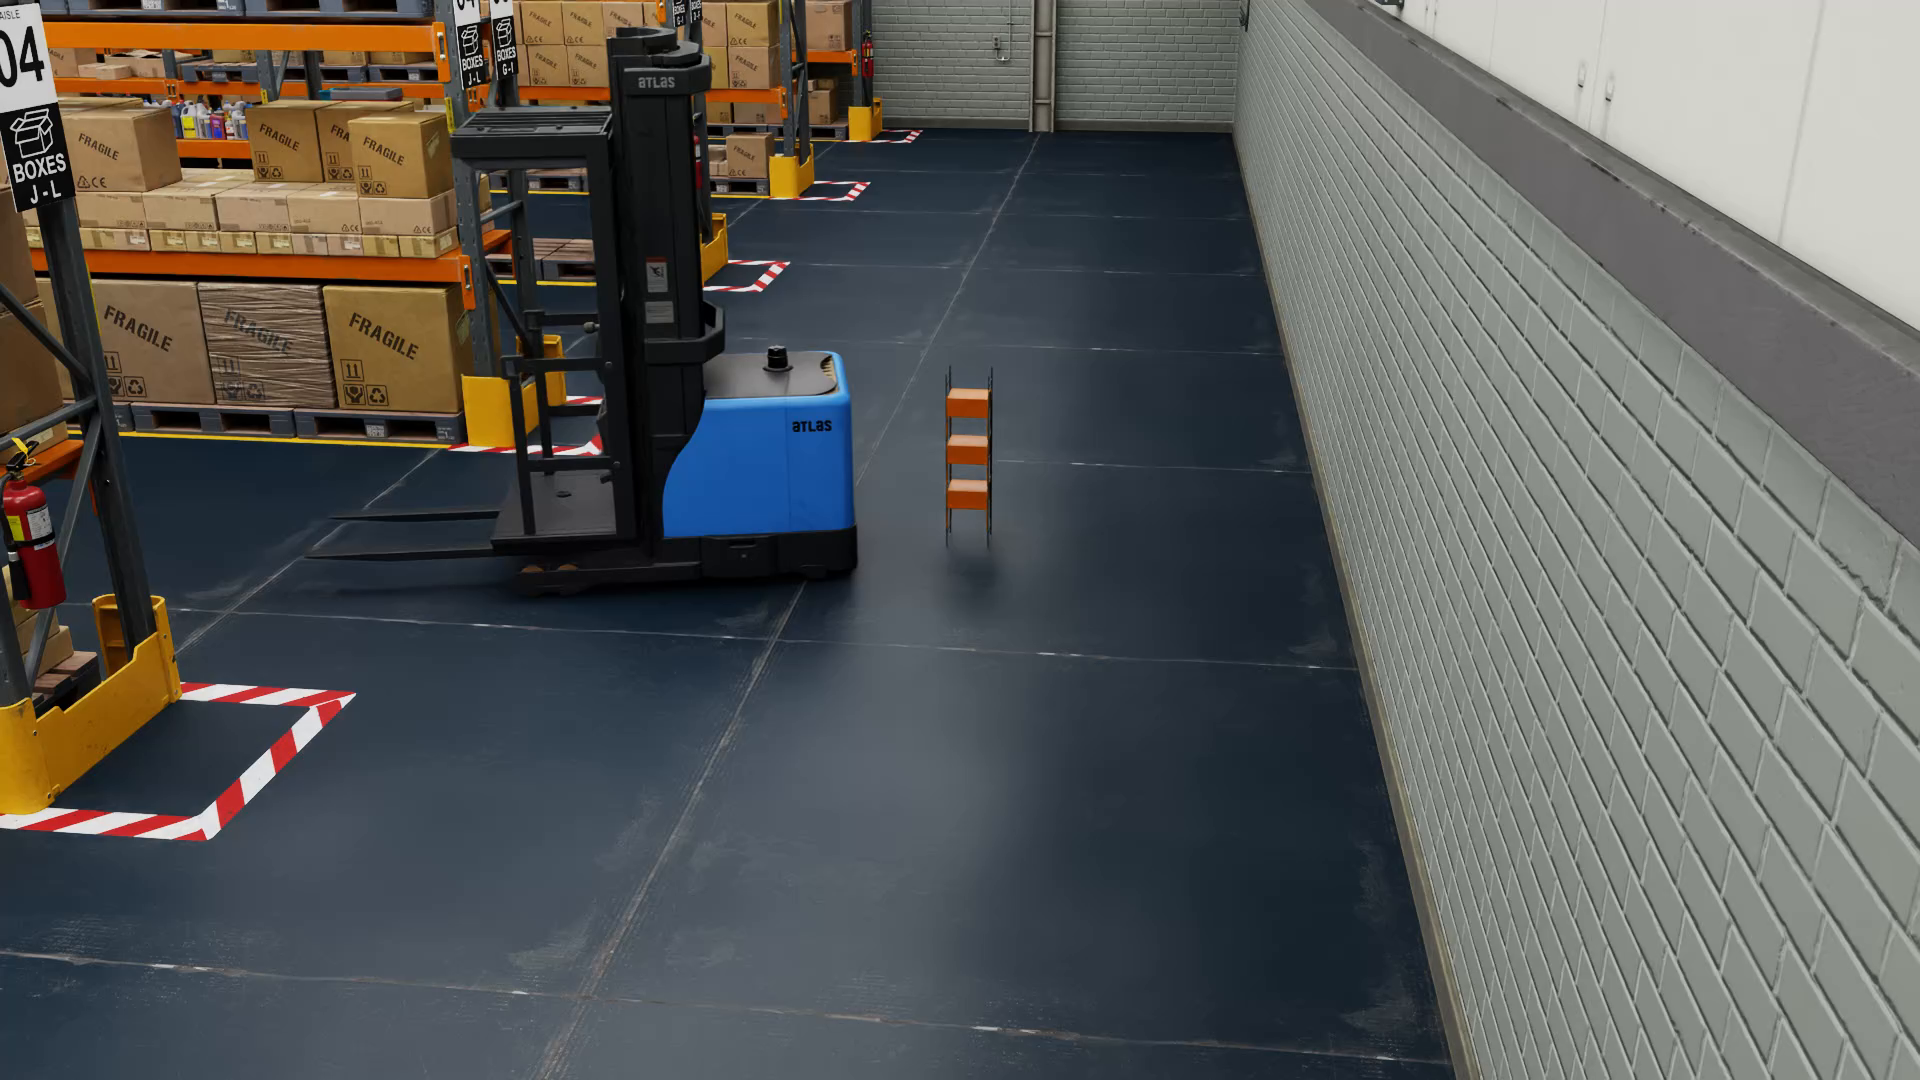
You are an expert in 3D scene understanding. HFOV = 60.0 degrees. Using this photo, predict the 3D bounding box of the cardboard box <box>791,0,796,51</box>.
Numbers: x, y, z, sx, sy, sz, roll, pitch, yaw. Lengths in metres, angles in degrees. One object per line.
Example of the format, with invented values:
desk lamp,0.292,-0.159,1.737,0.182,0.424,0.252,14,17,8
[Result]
cardboard box,-2.714,-7.868,25.353,0.700,0.700,0.980,2,22,6

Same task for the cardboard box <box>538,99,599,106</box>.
cardboard box,-6.116,-7.032,25.999,0.750,0.750,0.750,3,22,7

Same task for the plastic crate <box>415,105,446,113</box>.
plastic crate,-5.126,-4.078,16.255,0.530,0.282,0.437,2,22,6

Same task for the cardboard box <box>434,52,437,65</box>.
cardboard box,-6.479,-6.391,21.318,0.500,0.500,0.700,-5,22,-12

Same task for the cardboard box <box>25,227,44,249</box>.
cardboard box,-6.427,-2.157,11.657,0.250,0.149,0.380,3,22,8

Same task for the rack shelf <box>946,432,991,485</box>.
rack shelf,0.053,-0.476,9.745,0.240,0.259,0.215,2,22,6

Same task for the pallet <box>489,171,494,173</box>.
pallet,-6.847,-4.771,21.722,1.213,0.211,1.003,2,22,6

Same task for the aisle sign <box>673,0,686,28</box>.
aisle sign,-2.612,-5.164,15.387,0.004,0.787,0.394,2,22,6

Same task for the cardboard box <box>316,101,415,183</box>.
cardboard box,-4.173,-2.815,11.761,0.500,0.500,0.500,2,22,5

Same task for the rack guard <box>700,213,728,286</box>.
rack guard,-2.624,-2.907,16.612,0.348,0.500,1.175,2,22,6

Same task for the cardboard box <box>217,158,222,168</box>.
cardboard box,-9.588,-5.138,21.658,0.500,0.500,0.500,3,22,9

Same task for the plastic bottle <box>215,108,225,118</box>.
plastic bottle,-7.608,-4.340,17.109,0.097,0.201,0.097,0,22,0

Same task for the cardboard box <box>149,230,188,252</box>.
cardboard box,-5.401,-2.112,11.545,0.250,0.149,0.380,2,22,5

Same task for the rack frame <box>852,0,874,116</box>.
rack frame,-1.483,-7.683,25.292,0.127,3.000,1.000,2,22,6

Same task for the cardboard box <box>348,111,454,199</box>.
cardboard box,-3.747,-2.600,11.215,0.500,0.500,0.500,3,22,7

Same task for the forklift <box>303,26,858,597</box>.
forklift,-2.135,-1.255,9.127,3.031,2.935,1.130,-3,22,-6

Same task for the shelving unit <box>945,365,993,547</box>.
shelving unit,0.053,-0.486,9.741,0.252,1.050,0.215,2,22,6

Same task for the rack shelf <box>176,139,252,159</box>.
rack shelf,-8.607,-3.991,16.932,4.000,0.370,1.077,2,22,6

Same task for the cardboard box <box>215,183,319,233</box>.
cardboard box,-4.753,-2.294,11.462,0.500,0.250,0.500,2,22,4

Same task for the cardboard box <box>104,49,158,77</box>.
cardboard box,-10.872,-6.288,21.886,0.500,0.311,0.500,2,22,6

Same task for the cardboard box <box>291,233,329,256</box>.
cardboard box,-4.381,-2.069,11.434,0.250,0.149,0.380,3,22,7

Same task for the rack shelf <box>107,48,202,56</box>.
rack shelf,-11.413,-7.781,26.519,4.000,0.370,1.077,2,22,6

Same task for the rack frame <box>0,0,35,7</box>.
rack frame,-3.916,-3.241,5.897,0.127,3.000,1.000,2,22,6

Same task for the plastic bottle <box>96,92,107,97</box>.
plastic bottle,-8.853,-4.455,17.197,0.185,0.351,0.144,2,22,6

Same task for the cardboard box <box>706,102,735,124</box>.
cardboard box,-3.717,-6.773,25.820,0.500,0.500,0.700,3,22,8

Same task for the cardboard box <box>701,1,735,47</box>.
cardboard box,-3.038,-6.326,20.364,0.500,0.500,0.500,3,22,8

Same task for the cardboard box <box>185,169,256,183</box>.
cardboard box,-5.211,-2.509,12.005,0.500,0.250,0.500,2,22,5

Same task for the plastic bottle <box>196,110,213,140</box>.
plastic bottle,-7.413,-4.096,16.389,0.135,0.276,0.152,2,22,6

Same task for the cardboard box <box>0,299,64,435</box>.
cardboard box,-4.329,-0.756,7.231,0.500,0.500,0.500,4,22,9

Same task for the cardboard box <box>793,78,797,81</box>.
cardboard box,-2.593,-6.961,25.413,0.250,0.149,0.380,3,22,8

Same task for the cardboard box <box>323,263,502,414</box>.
cardboard box,-3.877,-1.463,11.879,0.875,0.875,0.875,2,22,6

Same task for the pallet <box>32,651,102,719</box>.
pallet,-4.794,0.795,7.642,1.213,0.211,1.003,2,22,6

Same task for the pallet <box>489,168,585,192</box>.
pallet,-5.353,-4.720,21.592,1.213,0.211,1.003,2,22,6

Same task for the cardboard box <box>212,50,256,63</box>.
cardboard box,-9.368,-6.476,21.532,0.500,0.500,0.700,-5,22,-12

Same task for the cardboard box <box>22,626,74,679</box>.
cardboard box,-4.398,0.540,7.800,0.250,0.149,0.380,3,22,7

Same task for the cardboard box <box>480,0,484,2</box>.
cardboard box,-7.468,-8.395,25.506,0.500,0.250,0.500,2,22,5

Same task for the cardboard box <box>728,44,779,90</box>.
cardboard box,-2.539,-5.840,20.497,0.500,0.500,0.500,3,22,8

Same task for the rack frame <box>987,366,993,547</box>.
rack frame,0.174,-0.481,9.728,0.008,1.050,0.200,2,22,6

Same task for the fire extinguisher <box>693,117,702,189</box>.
fire extinguisher,-2.553,-3.684,15.790,0.183,0.674,0.296,2,22,6

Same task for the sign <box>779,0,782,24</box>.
sign,-2.147,-6.357,19.936,0.005,0.325,0.100,2,22,6

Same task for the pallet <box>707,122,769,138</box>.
pallet,-3.494,-6.446,25.956,1.213,0.211,1.003,2,22,6

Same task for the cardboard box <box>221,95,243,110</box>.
cardboard box,-11.646,-7.177,26.816,0.500,0.500,0.700,3,22,7

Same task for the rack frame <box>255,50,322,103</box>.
rack frame,-6.621,-4.239,16.581,0.127,3.000,1.000,2,22,6

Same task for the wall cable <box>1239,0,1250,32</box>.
wall cable,4.092,-8.653,23.811,0.112,2.526,3.097,2,22,6

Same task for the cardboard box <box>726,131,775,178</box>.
cardboard box,-2.631,-4.850,20.928,0.500,0.500,0.500,2,22,6

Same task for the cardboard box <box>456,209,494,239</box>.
cardboard box,-3.545,-2.276,11.959,0.250,0.149,0.380,3,22,7

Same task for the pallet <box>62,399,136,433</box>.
pallet,-6.458,-1.072,12.364,1.213,0.211,1.003,2,22,6

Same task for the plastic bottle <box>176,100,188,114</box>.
plastic bottle,-7.739,-4.197,16.542,0.185,0.351,0.144,2,22,6

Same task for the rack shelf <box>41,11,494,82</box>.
rack shelf,-5.218,-3.404,11.369,4.000,0.370,1.077,2,22,6

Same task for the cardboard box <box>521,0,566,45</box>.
cardboard box,-5.087,-6.413,20.585,0.500,0.500,0.500,2,22,5

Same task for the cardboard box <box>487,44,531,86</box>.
cardboard box,-5.560,-5.972,20.829,0.500,0.500,0.500,3,22,8

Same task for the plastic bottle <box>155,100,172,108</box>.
plastic bottle,-8.186,-4.390,17.133,0.135,0.276,0.152,2,22,6
